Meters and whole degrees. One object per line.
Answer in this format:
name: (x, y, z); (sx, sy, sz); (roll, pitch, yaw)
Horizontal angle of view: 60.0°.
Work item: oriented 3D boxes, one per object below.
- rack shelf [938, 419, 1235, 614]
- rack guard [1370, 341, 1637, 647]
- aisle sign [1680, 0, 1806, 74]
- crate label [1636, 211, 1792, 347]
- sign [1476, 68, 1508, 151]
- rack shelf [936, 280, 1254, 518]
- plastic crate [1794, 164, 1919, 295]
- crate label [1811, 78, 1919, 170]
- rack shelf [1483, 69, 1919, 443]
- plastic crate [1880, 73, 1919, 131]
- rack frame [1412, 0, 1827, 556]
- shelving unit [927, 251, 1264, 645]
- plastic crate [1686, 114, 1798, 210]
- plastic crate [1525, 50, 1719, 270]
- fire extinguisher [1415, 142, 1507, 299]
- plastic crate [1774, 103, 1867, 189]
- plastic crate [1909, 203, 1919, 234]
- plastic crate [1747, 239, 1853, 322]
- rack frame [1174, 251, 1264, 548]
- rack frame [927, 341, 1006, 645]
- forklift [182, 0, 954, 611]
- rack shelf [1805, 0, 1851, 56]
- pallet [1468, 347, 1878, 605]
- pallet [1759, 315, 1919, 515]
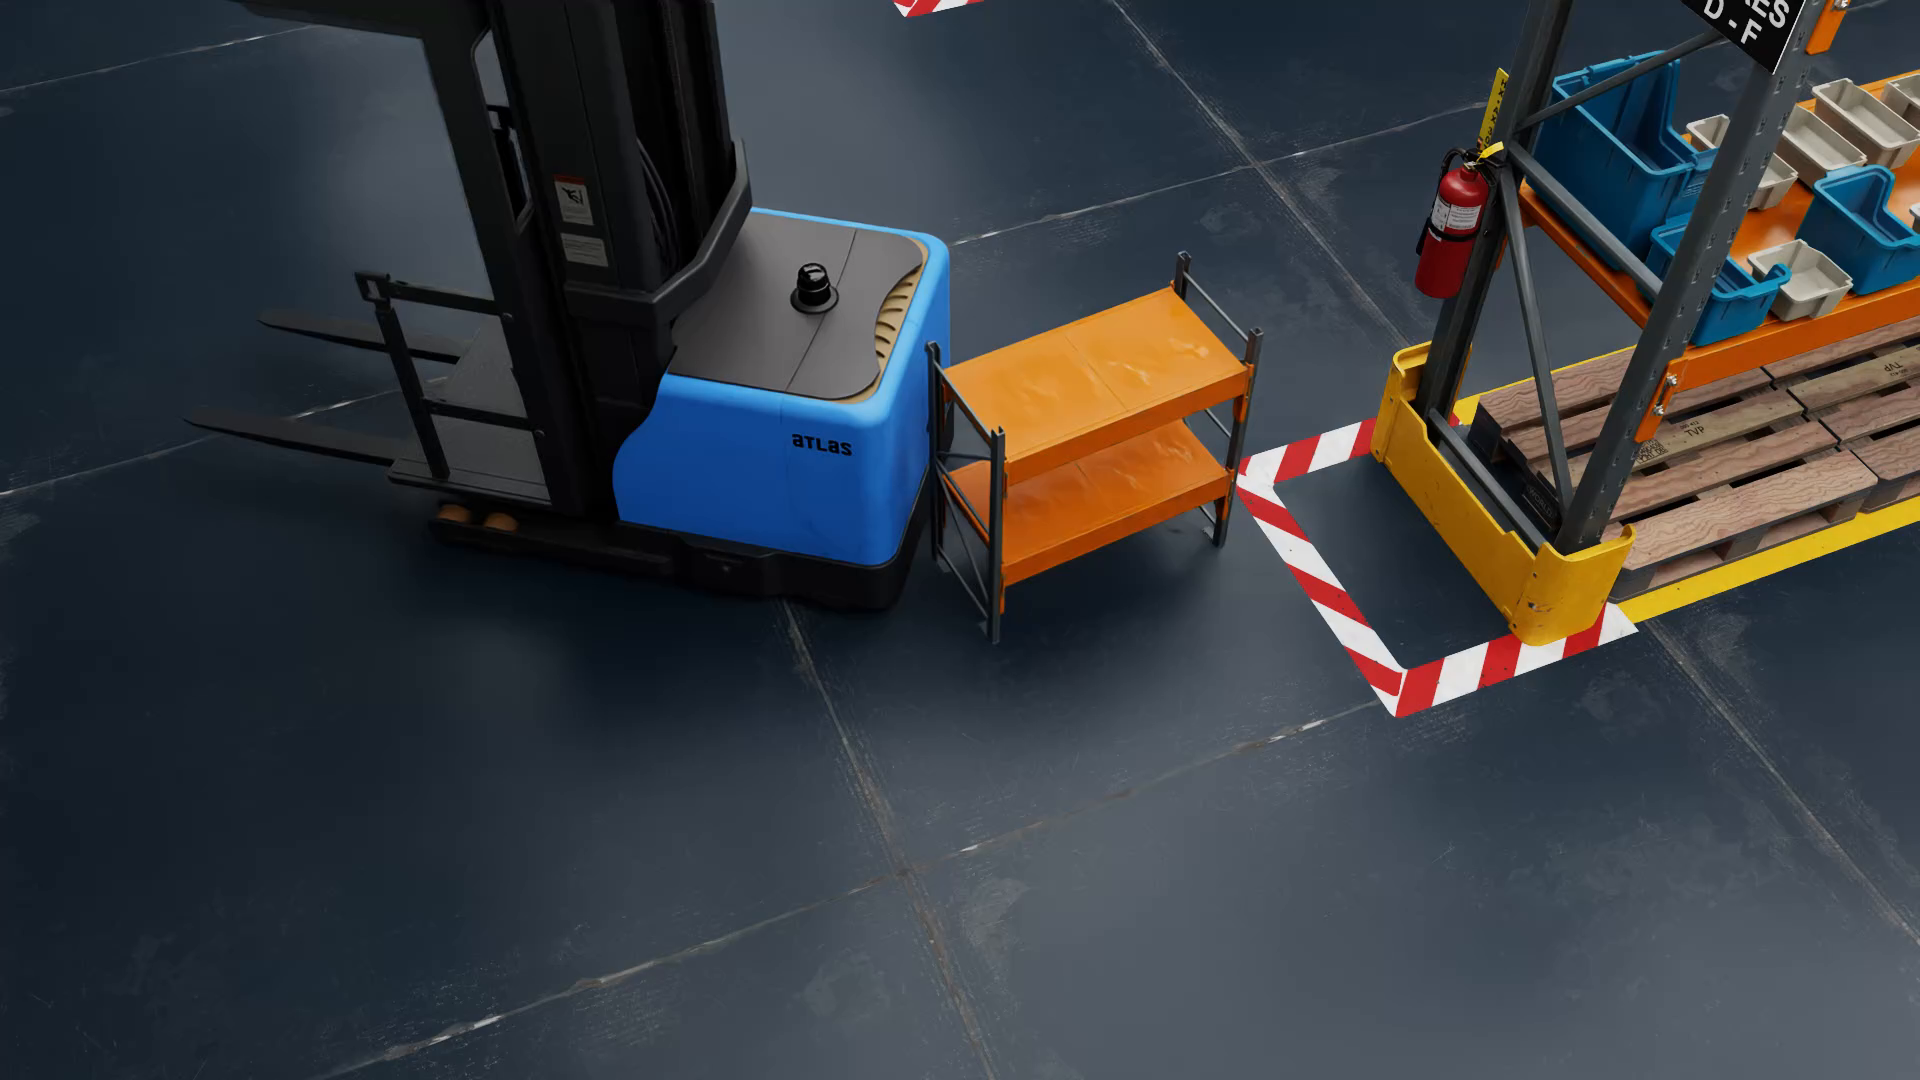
rack shelf: (0.467, -0.166, 6.314); (1.000, 0.278, 0.538); (-22, 53, -18)
rack guard: (2.064, -0.207, 6.439); (0.348, 0.500, 1.175); (-17, 52, -14)
aisle sign: (2.127, -1.655, 4.322); (0.004, 0.787, 0.394); (-17, 52, -14)
crate label: (2.435, -0.842, 5.408); (0.303, 0.233, 0.416); (-17, 52, -14)
sign: (1.859, -1.473, 5.771); (0.005, 0.325, 0.100); (-17, 52, -14)
rack shelf: (0.467, -0.516, 5.906); (1.000, 0.278, 0.538); (-22, 53, -18)
plastic crate: (3.044, -1.031, 5.570); (0.300, 0.233, 0.416); (-17, 52, -14)
crate label: (3.290, -1.502, 6.038); (0.243, 0.136, 0.396); (-17, 52, -14)
rack shelf: (3.933, -1.377, 6.270); (4.000, 0.370, 1.077); (-17, 52, -14)
plastic crate: (3.558, -1.600, 6.122); (0.250, 0.136, 0.298); (-17, 52, -14)
rack frame: (2.082, -1.038, 5.505); (0.127, 3.000, 1.000); (-17, 52, -14)
shelving unit: (0.467, -0.325, 6.128); (1.048, 1.125, 0.538); (-22, 53, -18)
plastic crate: (2.768, -1.332, 5.892); (0.243, 0.136, 0.396); (-17, 52, -14)
plastic crate: (2.321, -1.296, 5.664); (0.499, 0.435, 0.616); (-17, 52, -14)
fire extinguisher: (1.770, -1.167, 5.912); (0.183, 0.674, 0.296); (-17, 52, -14)
plastic crate: (3.042, -1.405, 5.955); (0.243, 0.136, 0.396); (-17, 52, -14)
plastic crate: (3.391, -1.039, 5.640); (0.298, 0.136, 0.250); (-17, 52, -14)
plastic crate: (2.763, -0.845, 5.473); (0.298, 0.136, 0.250); (-17, 52, -14)
rack frame: (0.916, -0.506, 6.284); (0.032, 1.125, 0.500); (-22, 53, -18)
rack frame: (0.018, -0.144, 5.973); (0.032, 1.125, 0.500); (-22, 53, -18)
forklift: (-1.598, -1.283, 5.761); (3.031, 2.935, 1.130); (10, 50, 9)
rack shelf: (3.933, -2.354, 5.132); (4.000, 0.370, 1.077); (-17, 52, -14)
pallet: (2.860, -0.338, 6.742); (1.213, 0.211, 1.003); (-17, 52, -14)
pallet: (3.987, -0.686, 7.040); (1.213, 0.211, 1.003); (-17, 52, -14)
